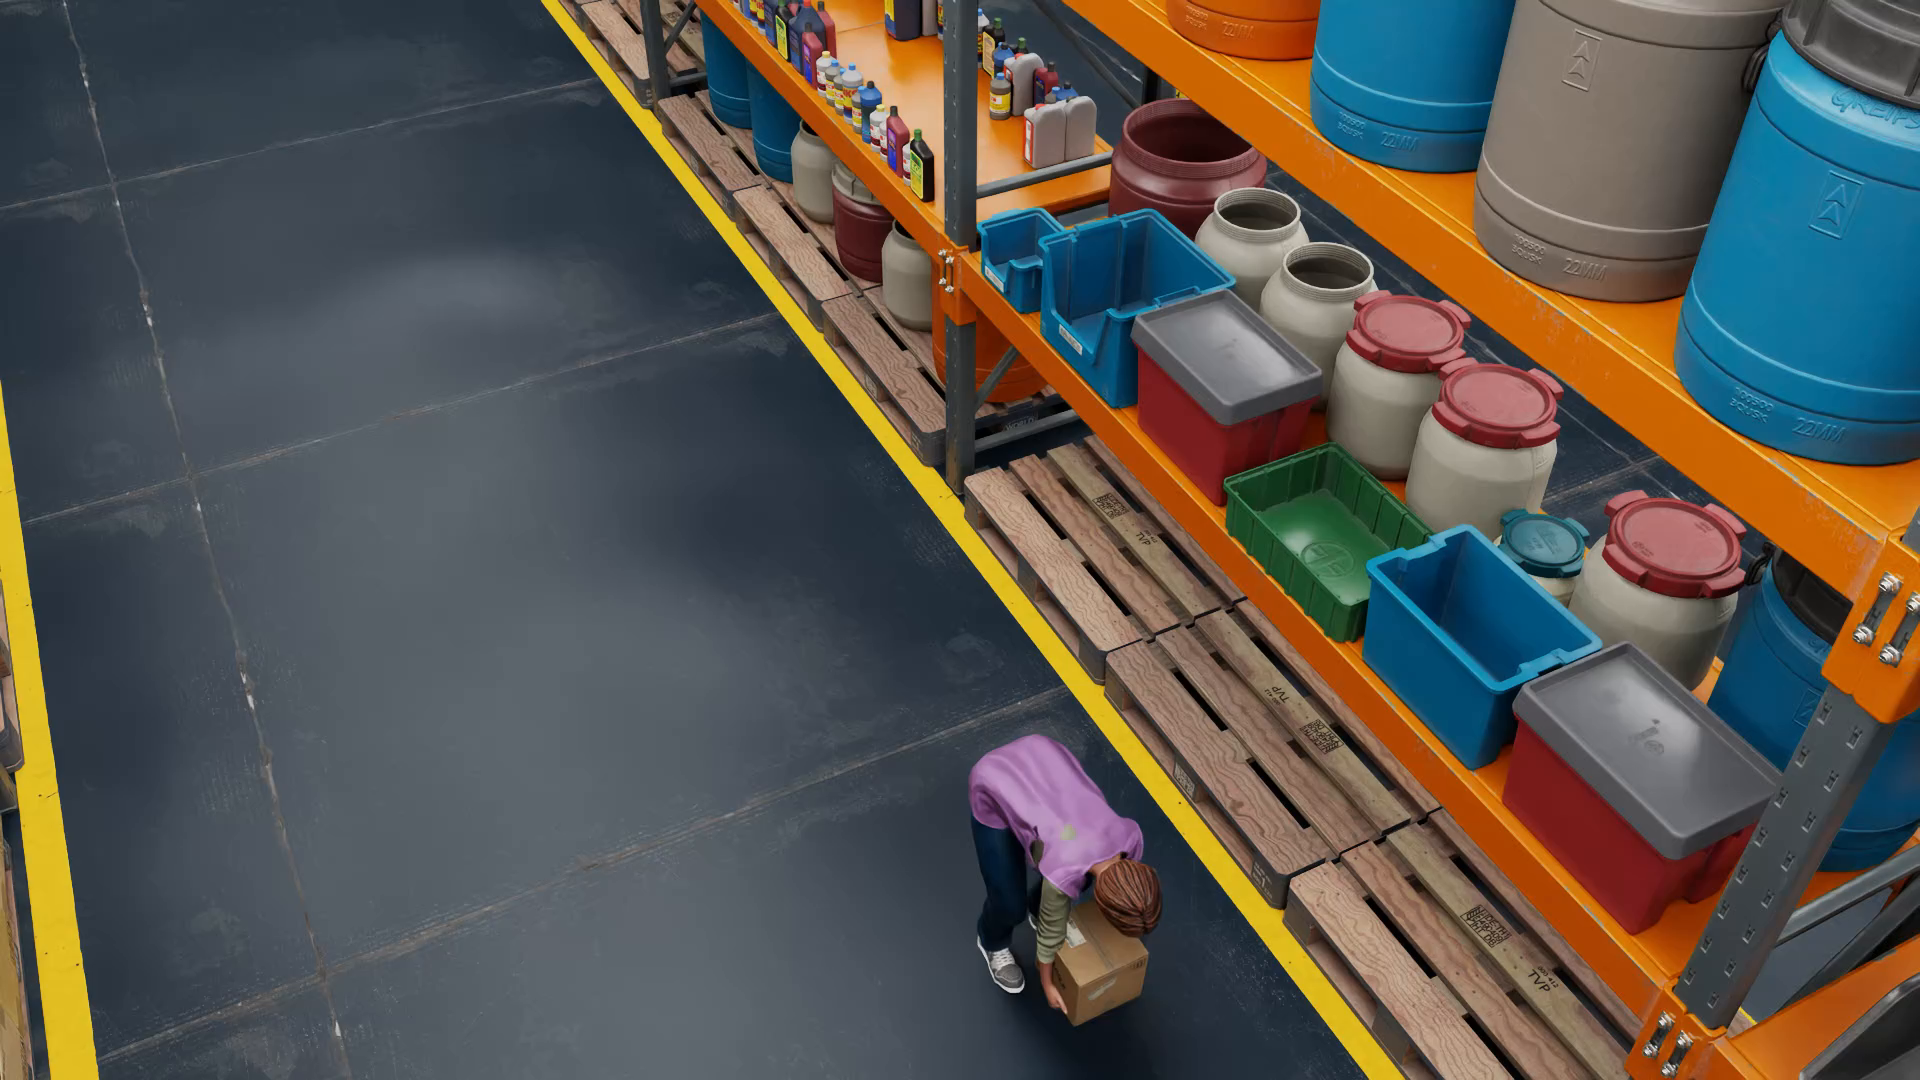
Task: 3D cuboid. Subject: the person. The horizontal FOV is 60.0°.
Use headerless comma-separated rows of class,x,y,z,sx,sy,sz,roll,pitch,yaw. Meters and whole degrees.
person,0.331,1.159,5.286,0.390,1.047,0.864,-21,46,-21
